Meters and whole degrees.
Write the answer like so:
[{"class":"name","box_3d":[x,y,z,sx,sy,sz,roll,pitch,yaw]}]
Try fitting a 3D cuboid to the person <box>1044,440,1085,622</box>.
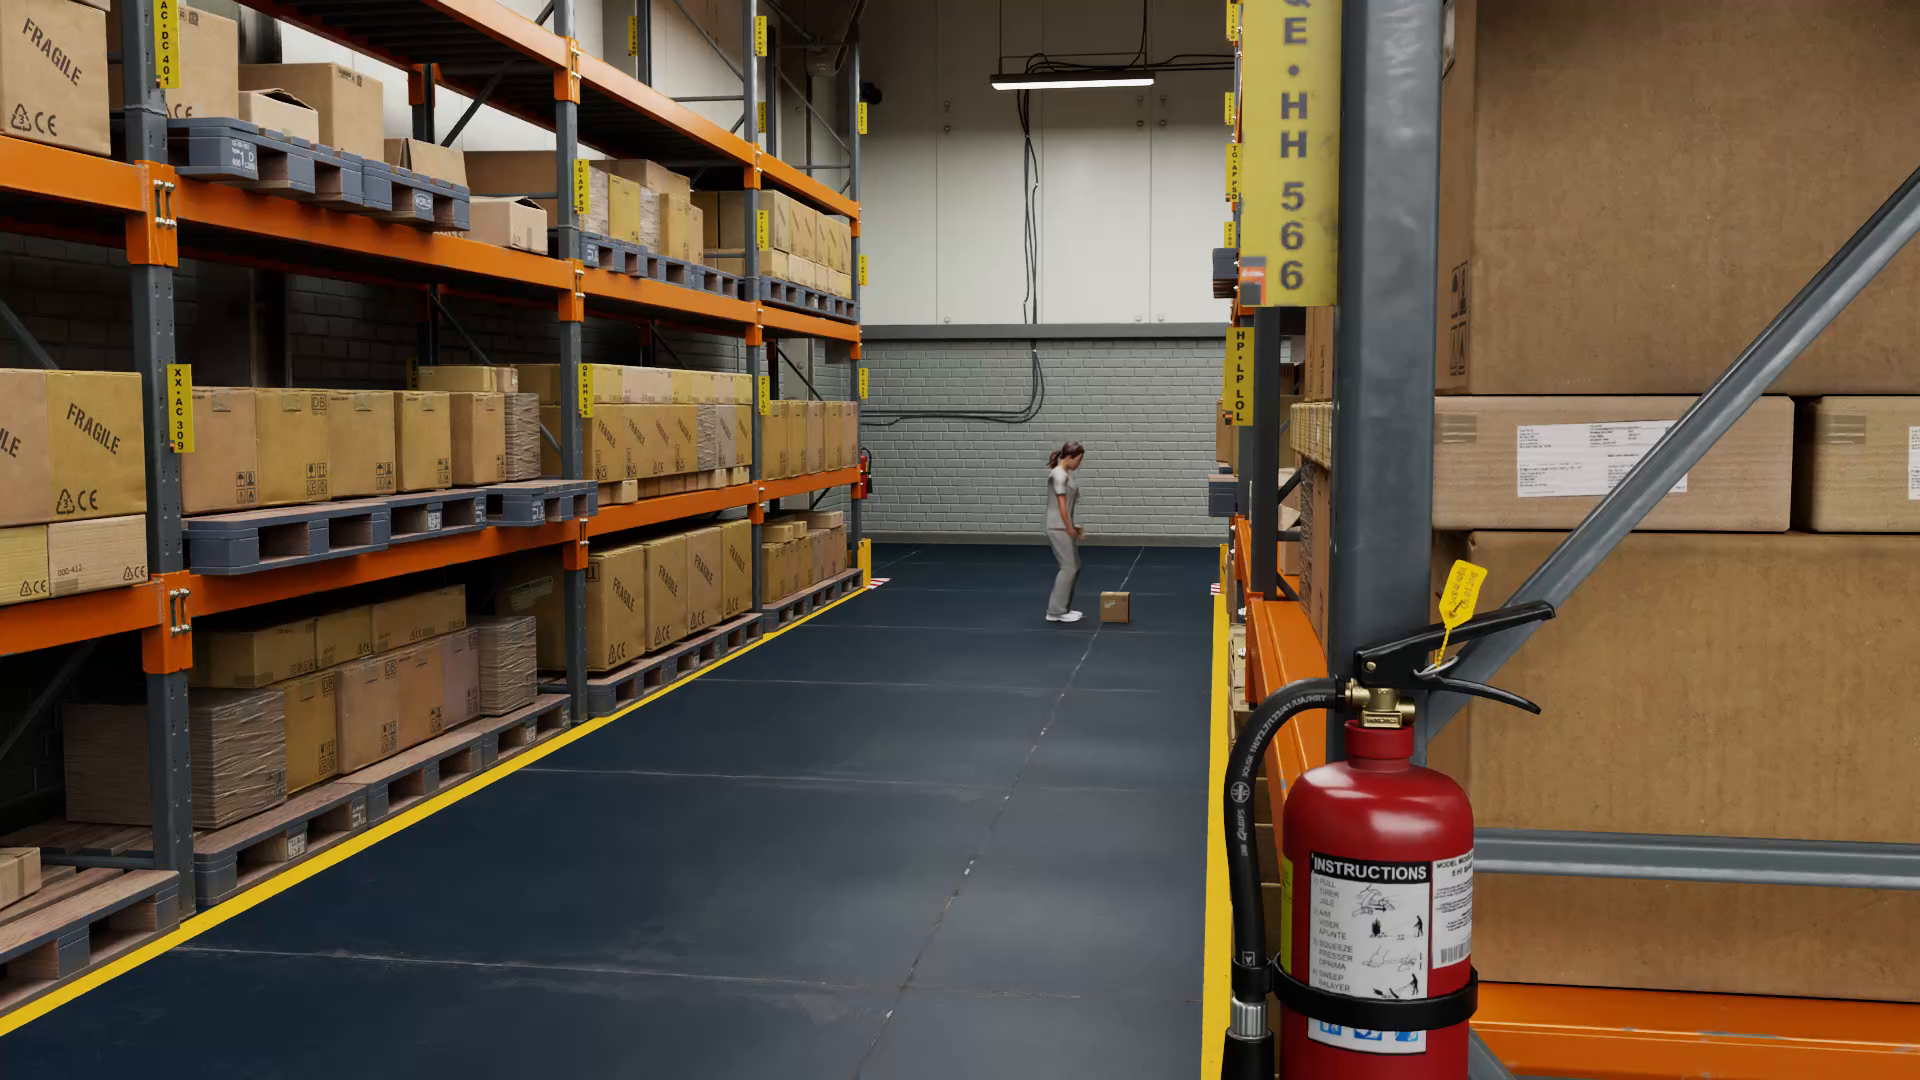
[{"class":"person","box_3d":[0.958,-0.087,15.201,0.354,1.645,0.456,1,5,10]}]
